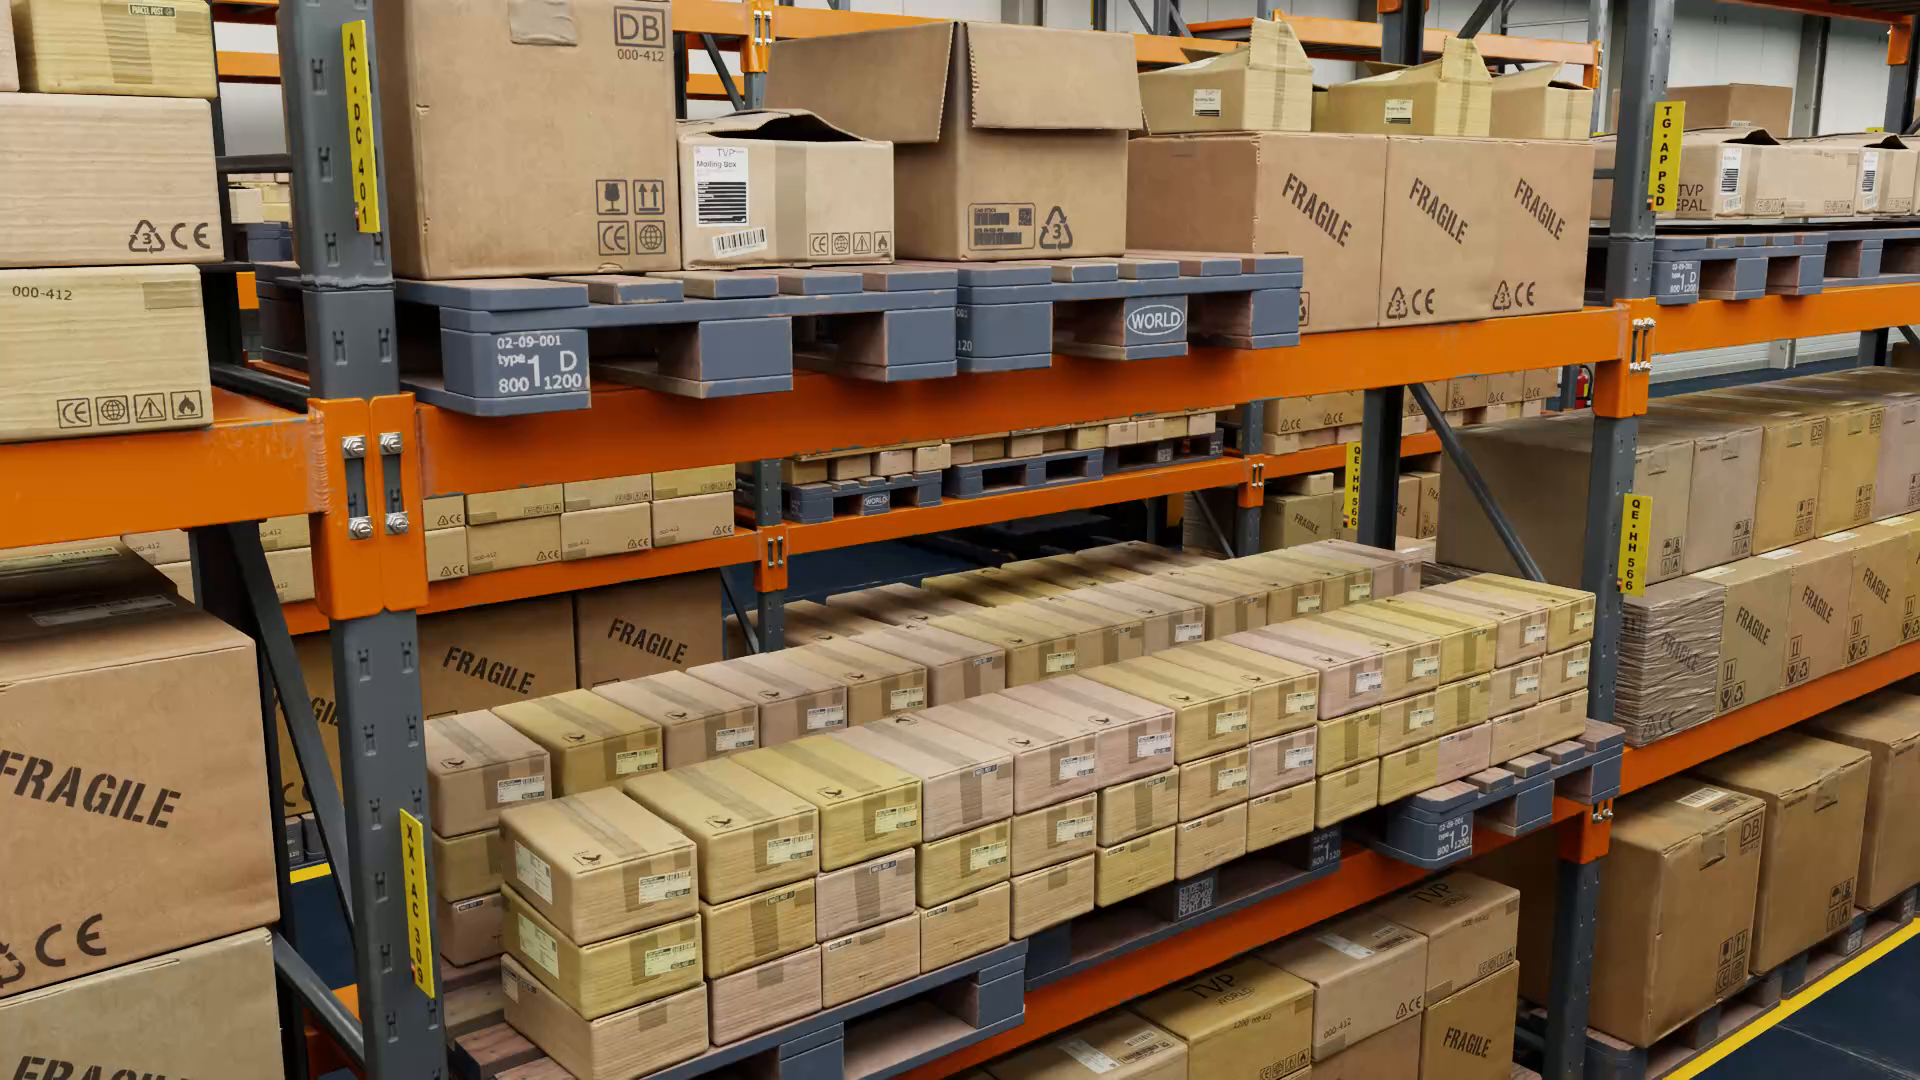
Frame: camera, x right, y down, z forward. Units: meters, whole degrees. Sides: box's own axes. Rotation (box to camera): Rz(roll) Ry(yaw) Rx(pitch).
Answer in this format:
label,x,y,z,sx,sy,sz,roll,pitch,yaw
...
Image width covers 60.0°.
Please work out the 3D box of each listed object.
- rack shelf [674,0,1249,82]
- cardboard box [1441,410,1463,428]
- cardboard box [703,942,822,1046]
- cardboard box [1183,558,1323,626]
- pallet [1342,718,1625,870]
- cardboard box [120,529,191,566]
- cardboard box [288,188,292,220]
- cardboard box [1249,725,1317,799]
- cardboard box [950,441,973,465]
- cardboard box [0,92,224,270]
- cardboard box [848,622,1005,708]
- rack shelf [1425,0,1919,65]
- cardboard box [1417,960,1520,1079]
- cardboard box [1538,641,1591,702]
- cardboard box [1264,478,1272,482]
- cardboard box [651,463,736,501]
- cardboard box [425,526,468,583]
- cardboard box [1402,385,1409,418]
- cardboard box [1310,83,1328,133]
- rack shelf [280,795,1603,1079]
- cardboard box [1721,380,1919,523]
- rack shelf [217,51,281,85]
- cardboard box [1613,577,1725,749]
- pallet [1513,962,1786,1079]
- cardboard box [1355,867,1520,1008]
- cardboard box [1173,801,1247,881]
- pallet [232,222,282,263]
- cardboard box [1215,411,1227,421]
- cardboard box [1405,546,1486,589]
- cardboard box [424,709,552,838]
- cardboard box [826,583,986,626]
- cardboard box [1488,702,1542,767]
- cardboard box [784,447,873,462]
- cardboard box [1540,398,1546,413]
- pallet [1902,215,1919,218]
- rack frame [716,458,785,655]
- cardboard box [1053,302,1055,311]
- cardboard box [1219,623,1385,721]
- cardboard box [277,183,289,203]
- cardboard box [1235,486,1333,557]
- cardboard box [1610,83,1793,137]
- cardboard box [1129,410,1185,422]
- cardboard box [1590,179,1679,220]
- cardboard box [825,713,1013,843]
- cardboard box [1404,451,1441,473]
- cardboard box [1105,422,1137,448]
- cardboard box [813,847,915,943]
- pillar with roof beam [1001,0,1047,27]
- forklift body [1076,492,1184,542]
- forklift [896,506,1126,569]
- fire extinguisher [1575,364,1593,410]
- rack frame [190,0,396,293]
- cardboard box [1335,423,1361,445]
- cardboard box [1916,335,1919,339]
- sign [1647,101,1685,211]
label,x,y,z,sx,sy,sz,roll,pitch,yaw
rack shelf,0.211,-2.979,10.308,4.000,0.370,1.077,-9,15,-38
cardboard box,3.783,-0.987,13.281,0.250,0.149,0.380,-10,15,-38
cardboard box,-0.495,0.881,3.475,0.250,0.149,0.380,-9,15,-37
cardboard box,0.936,0.179,5.347,0.250,0.149,0.380,-10,15,-38
pallet,1.331,0.661,5.377,1.003,0.211,1.213,-9,15,-38
cardboard box,-3.565,-0.068,7.506,0.500,0.250,0.500,-9,15,-37
cardboard box,-3.091,-1.641,8.088,0.250,0.166,0.380,-8,14,-33
cardboard box,0.713,0.535,4.386,0.250,0.149,0.380,-9,15,-36
cardboard box,-0.129,-0.562,10.271,0.250,0.149,0.380,-8,15,-34
cardboard box,-1.504,-0.561,2.605,0.500,0.250,0.500,-10,16,-40
cardboard box,-0.093,0.350,4.541,0.250,0.149,0.380,-10,16,-40
rack shelf,3.382,-2.189,6.589,4.000,0.370,1.077,-9,15,-38
cardboard box,1.470,1.603,5.488,0.500,0.500,0.500,-10,15,-38
cardboard box,1.719,0.367,5.176,0.250,0.149,0.380,-9,15,-37
cardboard box,2.463,-0.265,13.080,0.500,0.500,0.500,-9,15,-37
cardboard box,-1.570,-0.399,9.067,0.500,0.250,0.500,-10,15,-38
cardboard box,-2.756,0.051,8.148,0.500,0.250,0.500,-10,15,-39
cardboard box,3.068,-1.190,12.674,0.500,0.500,0.500,-10,15,-38
cardboard box,0.930,-1.358,5.121,0.258,0.266,0.396,-9,15,-38
rack shelf,0.259,1.069,4.726,4.000,0.370,1.077,-9,15,-38
cardboard box,3.765,-0.402,7.272,0.500,0.500,0.700,-9,15,-37
rack shelf,-6.016,-3.264,11.653,4.000,0.370,1.077,-9,15,-38
cardboard box,2.340,0.394,5.932,0.500,0.500,0.500,-9,15,-37
pallet,2.483,1.731,6.588,1.213,0.211,1.003,-9,15,-38
cardboard box,1.450,1.239,5.394,0.500,0.250,0.500,-10,15,-39
cardboard box,0.507,0.715,4.255,0.250,0.149,0.380,-10,16,-40
pallet,-3.789,-1.314,7.455,1.217,0.209,0.805,-10,16,-40
cardboard box,1.964,-1.144,12.458,0.500,0.500,0.500,-10,16,-39
cardboard box,2.005,0.307,6.344,0.500,0.500,0.500,-9,15,-38
cardboard box,-1.111,0.519,3.745,0.250,0.149,0.380,-9,15,-35
cardboard box,-0.332,0.579,10.617,0.625,0.372,0.950,-10,15,-39
cardboard box,1.528,0.545,5.054,0.250,0.149,0.380,-9,15,-38
cardboard box,-0.855,-0.753,9.606,0.500,0.500,0.500,-10,16,-39
cardboard box,4.738,-1.164,14.116,0.250,0.149,0.380,-9,15,-36
pallet,5.589,-1.590,8.508,1.213,0.211,1.003,-9,15,-38
rack frame,-1.351,-0.332,9.593,0.127,3.000,1.000,-9,15,-38
cardboard box,0.435,-0.896,4.786,0.500,0.500,0.500,-9,15,-38
cardboard box,0.924,0.354,4.524,0.250,0.149,0.380,-9,15,-38
cardboard box,-5.017,-2.580,12.360,0.250,0.149,0.380,-9,15,-36
cardboard box,2.402,-0.111,12.356,0.500,0.500,0.500,-9,15,-35
cardboard box,3.003,-1.584,6.774,0.500,0.500,0.500,-9,15,-38
cardboard box,1.169,-1.089,11.191,0.500,0.500,0.500,-9,15,-37
cardboard box,2.181,-1.159,5.616,0.250,0.149,0.380,-10,16,-40
cardboard box,-0.096,0.524,3.720,0.250,0.149,0.380,-10,15,-38
cardboard box,3.784,-0.644,13.303,0.250,0.149,0.380,-9,15,-35
cardboard box,0.951,-0.718,11.004,0.250,0.149,0.380,-9,15,-37
cardboard box,-0.305,0.704,3.589,0.250,0.149,0.380,-9,15,-36
pillar with roof beam,3.375,-4.467,14.623,0.400,9.000,9.100,-9,15,-38
forklift body,1.451,-1.218,15.807,1.214,2.155,2.313,-9,15,-38
forklift,0.612,-1.279,14.215,1.130,2.935,3.031,-10,15,-38
fire extinguisher,5.274,-1.273,14.208,0.183,0.674,0.296,-9,15,-38
rack frame,-1.303,-1.958,2.806,0.127,3.000,1.000,-9,15,-38
cardboard box,2.787,-0.824,12.515,0.250,0.149,0.380,-9,15,-36
cardboard box,5.610,-0.796,8.815,0.550,0.550,0.875,-9,15,-38
sign,2.158,-1.174,5.093,0.005,0.325,0.100,-9,15,-38
